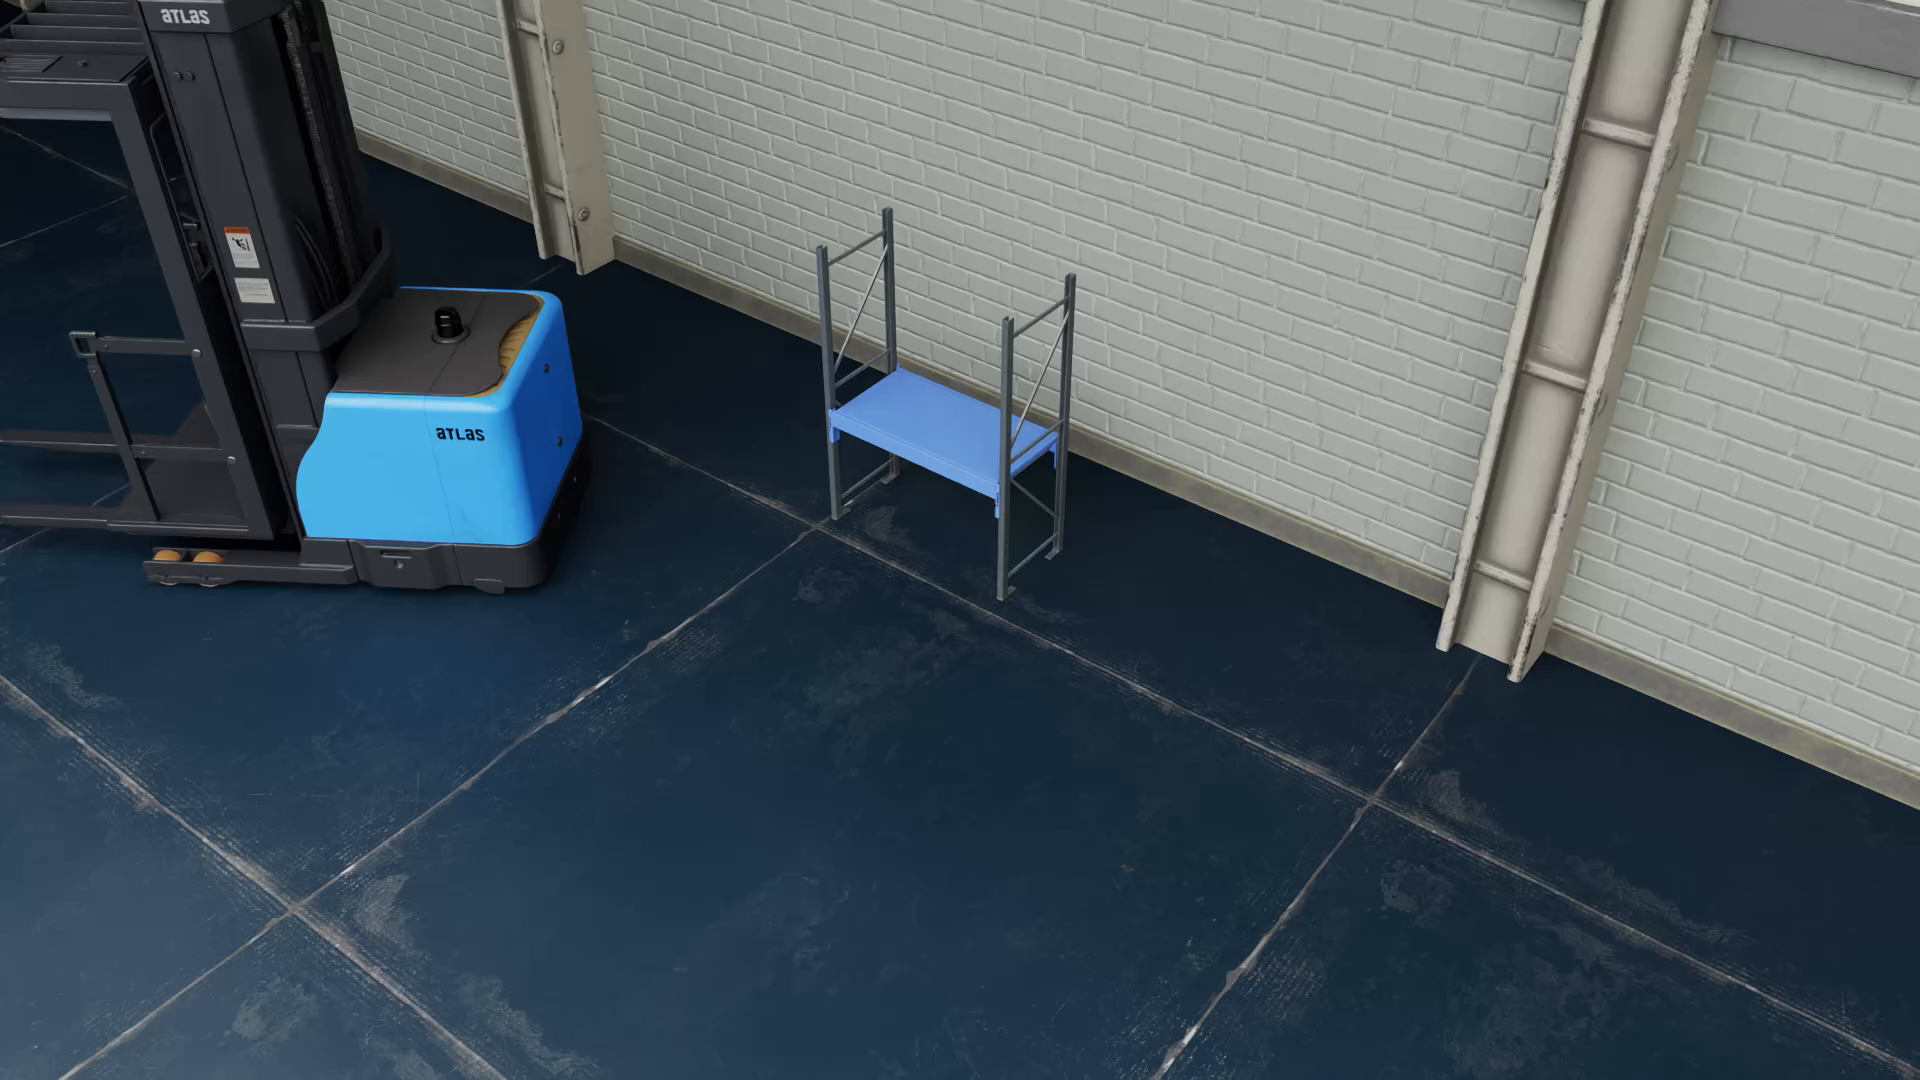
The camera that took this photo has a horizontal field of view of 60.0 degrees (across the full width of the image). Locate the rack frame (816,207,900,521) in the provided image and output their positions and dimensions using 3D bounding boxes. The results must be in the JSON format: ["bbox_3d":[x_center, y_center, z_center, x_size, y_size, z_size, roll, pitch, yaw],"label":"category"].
[{"bbox_3d":[-0.472,-0.813,7.932,0.032,1.500,0.500,25,45,29],"label":"rack frame"}]

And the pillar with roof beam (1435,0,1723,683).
[{"bbox_3d":[-0.224,-0.954,2.030,0.400,9.000,9.100,25,45,29],"label":"pillar with roof beam"}]

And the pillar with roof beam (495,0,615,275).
[{"bbox_3d":[-4.990,-3.202,4.900,0.400,9.000,9.100,25,45,29],"label":"pillar with roof beam"}]

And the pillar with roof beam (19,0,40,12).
[{"bbox_3d":[-9.756,-5.449,7.770,0.400,9.000,9.100,25,45,29],"label":"pillar with roof beam"}]

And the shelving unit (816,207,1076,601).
[{"bbox_3d":[-0.068,-0.622,7.689,1.048,1.500,0.538,25,45,29],"label":"shelving unit"}]

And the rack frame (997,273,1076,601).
[{"bbox_3d":[0.336,-0.432,7.446,0.032,1.500,0.500,25,45,29],"label":"rack frame"}]

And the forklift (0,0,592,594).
[{"bbox_3d":[-3.410,-1.256,7.338,3.031,2.935,1.130,2,38,3],"label":"forklift"}]

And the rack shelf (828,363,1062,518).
[{"bbox_3d":[-0.068,-0.481,7.800,1.000,0.185,0.538,25,45,29],"label":"rack shelf"}]
